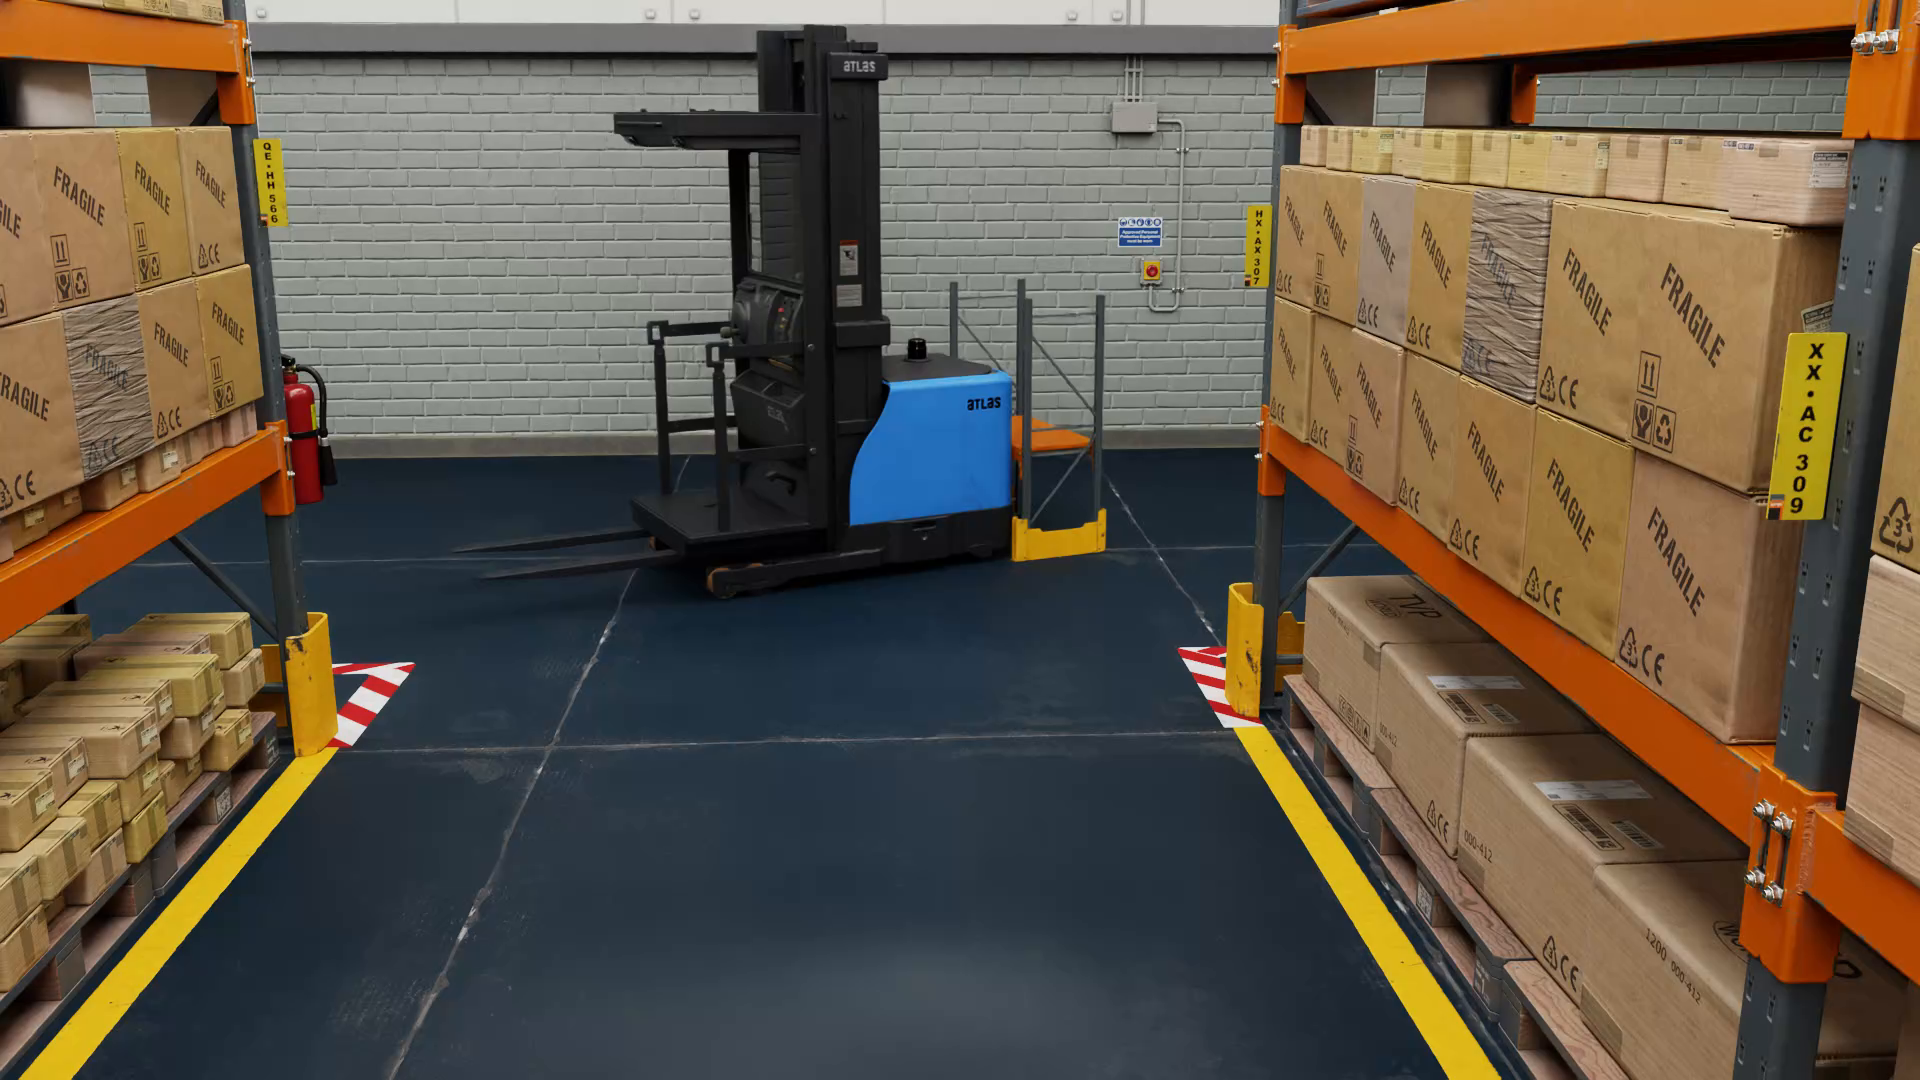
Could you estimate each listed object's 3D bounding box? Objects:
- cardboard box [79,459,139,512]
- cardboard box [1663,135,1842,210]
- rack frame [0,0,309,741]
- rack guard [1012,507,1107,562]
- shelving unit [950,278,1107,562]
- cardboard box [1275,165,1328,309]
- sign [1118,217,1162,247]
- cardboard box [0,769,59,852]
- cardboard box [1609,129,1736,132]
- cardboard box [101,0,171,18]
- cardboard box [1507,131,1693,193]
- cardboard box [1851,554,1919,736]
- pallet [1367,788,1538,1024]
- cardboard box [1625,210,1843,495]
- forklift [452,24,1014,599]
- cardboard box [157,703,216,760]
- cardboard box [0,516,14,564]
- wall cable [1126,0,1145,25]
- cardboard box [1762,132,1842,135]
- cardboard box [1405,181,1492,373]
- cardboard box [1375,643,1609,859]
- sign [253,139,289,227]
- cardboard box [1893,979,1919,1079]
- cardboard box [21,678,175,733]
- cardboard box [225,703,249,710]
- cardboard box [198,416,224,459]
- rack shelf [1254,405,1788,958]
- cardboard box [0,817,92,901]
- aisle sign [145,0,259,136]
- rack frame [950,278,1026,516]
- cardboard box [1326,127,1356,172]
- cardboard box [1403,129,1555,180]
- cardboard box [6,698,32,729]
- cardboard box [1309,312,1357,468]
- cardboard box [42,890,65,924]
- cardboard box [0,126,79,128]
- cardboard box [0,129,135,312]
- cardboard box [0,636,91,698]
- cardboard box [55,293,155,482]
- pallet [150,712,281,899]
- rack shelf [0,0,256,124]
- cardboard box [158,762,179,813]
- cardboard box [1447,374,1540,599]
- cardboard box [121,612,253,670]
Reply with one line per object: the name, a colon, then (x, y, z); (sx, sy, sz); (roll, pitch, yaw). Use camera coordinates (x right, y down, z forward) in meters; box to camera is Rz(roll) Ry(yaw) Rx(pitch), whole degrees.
cardboard box: (-2.835, -0.186, 5.234); (0.380, 0.149, 0.250); (-2, 15, -6)
cardboard box: (1.760, -0.793, 3.578); (0.380, 0.149, 0.250); (-1, 14, -3)
rack frame: (-3.172, -0.638, 6.487); (1.000, 3.000, 0.127); (-1, 14, -3)
rack guard: (0.578, -0.035, 9.660); (0.587, 0.250, 0.087); (-6, 16, -23)
shelving unit: (0.375, -0.753, 9.945); (0.587, 1.500, 1.083); (-6, 16, -23)
cardboard box: (1.508, -1.149, 6.263); (0.500, 0.500, 0.500); (-1, 14, -5)
sign: (1.338, -2.287, 12.353); (0.327, 0.218, 0.001); (-1, 14, -3)
cardboard box: (-2.810, 0.768, 4.706); (0.380, 0.149, 0.250); (-1, 14, -3)
cardboard box: (2.116, -1.118, 4.844); (0.380, 0.149, 0.250); (0, 14, -2)
cardboard box: (-2.841, -1.782, 5.215); (0.500, 0.250, 0.500); (-1, 14, -3)
cardboard box: (1.657, -0.982, 4.315); (0.380, 0.149, 0.250); (-1, 14, -5)
cardboard box: (1.756, 0.199, 2.529); (0.500, 0.250, 0.500); (-1, 14, -5)
pallet: (1.962, 1.111, 5.284); (1.003, 0.211, 1.213); (-1, 14, -3)
cardboard box: (1.705, -0.391, 3.317); (0.500, 0.500, 0.500); (-1, 14, -4)
forklift: (-1.237, -1.258, 9.033); (3.031, 2.935, 1.130); (-7, 16, -27)
cardboard box: (-2.820, 0.651, 5.757); (0.380, 0.149, 0.250); (-1, 15, -6)
cardboard box: (-2.808, 0.010, 4.471); (0.380, 0.149, 0.250); (0, 14, -1)
wall cable: (1.129, -5.055, 11.615); (0.463, 3.000, 0.029); (-1, 14, -3)
cardboard box: (2.218, -0.930, 4.111); (0.380, 0.149, 0.250); (-1, 14, -5)
cardboard box: (1.618, -0.768, 4.785); (0.500, 0.500, 0.500); (-1, 14, -3)
cardboard box: (1.968, 0.688, 5.632); (0.875, 0.438, 0.875); (0, 14, -2)
sign: (-2.617, -1.355, 6.317); (0.100, 0.325, 0.005); (-1, 14, -3)
cardboard box: (2.128, 1.234, 2.633); (0.875, 0.875, 0.875); (0, 14, -2)
cardboard box: (-2.832, 0.570, 5.476); (0.380, 0.149, 0.250); (-1, 15, -6)
cardboard box: (-2.931, 0.667, 6.293); (0.380, 0.149, 0.250); (-1, 14, -2)
cardboard box: (-2.892, -0.377, 5.977); (0.380, 0.149, 0.250); (-1, 14, -4)
rack shelf: (1.886, 0.106, 5.038); (1.077, 0.370, 4.000); (-1, 14, -3)
cardboard box: (-2.733, 0.912, 4.744); (0.380, 0.149, 0.250); (-1, 14, -3)
aisle sign: (-2.877, -1.920, 6.251); (0.394, 0.787, 0.004); (-1, 14, -3)
rack frame: (0.171, -0.867, 10.386); (0.500, 1.500, 0.032); (-6, 16, -23)
cardboard box: (1.497, -1.363, 5.796); (0.380, 0.149, 0.250); (0, 14, -2)
cardboard box: (1.574, -1.171, 5.049); (0.380, 0.149, 0.250); (-1, 14, -3)
cardboard box: (-3.332, 0.658, 5.731); (0.380, 0.149, 0.250); (-1, 14, -3)
cardboard box: (1.565, -0.539, 5.900); (0.500, 0.500, 0.500); (-1, 14, -4)
cardboard box: (-2.840, 1.052, 4.795); (0.380, 0.149, 0.250); (0, 14, -2)
cardboard box: (-3.409, -1.199, 5.863); (0.500, 0.500, 0.500); (-1, 14, -4)
cardboard box: (-2.823, -0.950, 4.893); (0.500, 0.500, 0.500); (0, 14, -1)
cardboard box: (-3.341, 0.453, 5.929); (0.380, 0.149, 0.250); (-1, 14, -2)
cardboard box: (-2.820, -0.469, 5.030); (0.500, 0.500, 0.500); (-1, 14, -3)
pallet: (-3.152, 0.934, 5.973); (1.003, 0.211, 1.213); (-1, 14, -3)
rack shelf: (-3.048, -1.245, 4.269); (1.077, 0.370, 4.000); (-1, 14, -3)
cardboard box: (-2.856, 0.858, 5.552); (0.380, 0.149, 0.250); (-1, 14, -3)
cardboard box: (1.643, -0.157, 4.417); (0.500, 0.500, 0.500); (-1, 14, -4)
cardboard box: (-2.886, 0.379, 6.219); (0.380, 0.149, 0.250); (-1, 14, -3)
